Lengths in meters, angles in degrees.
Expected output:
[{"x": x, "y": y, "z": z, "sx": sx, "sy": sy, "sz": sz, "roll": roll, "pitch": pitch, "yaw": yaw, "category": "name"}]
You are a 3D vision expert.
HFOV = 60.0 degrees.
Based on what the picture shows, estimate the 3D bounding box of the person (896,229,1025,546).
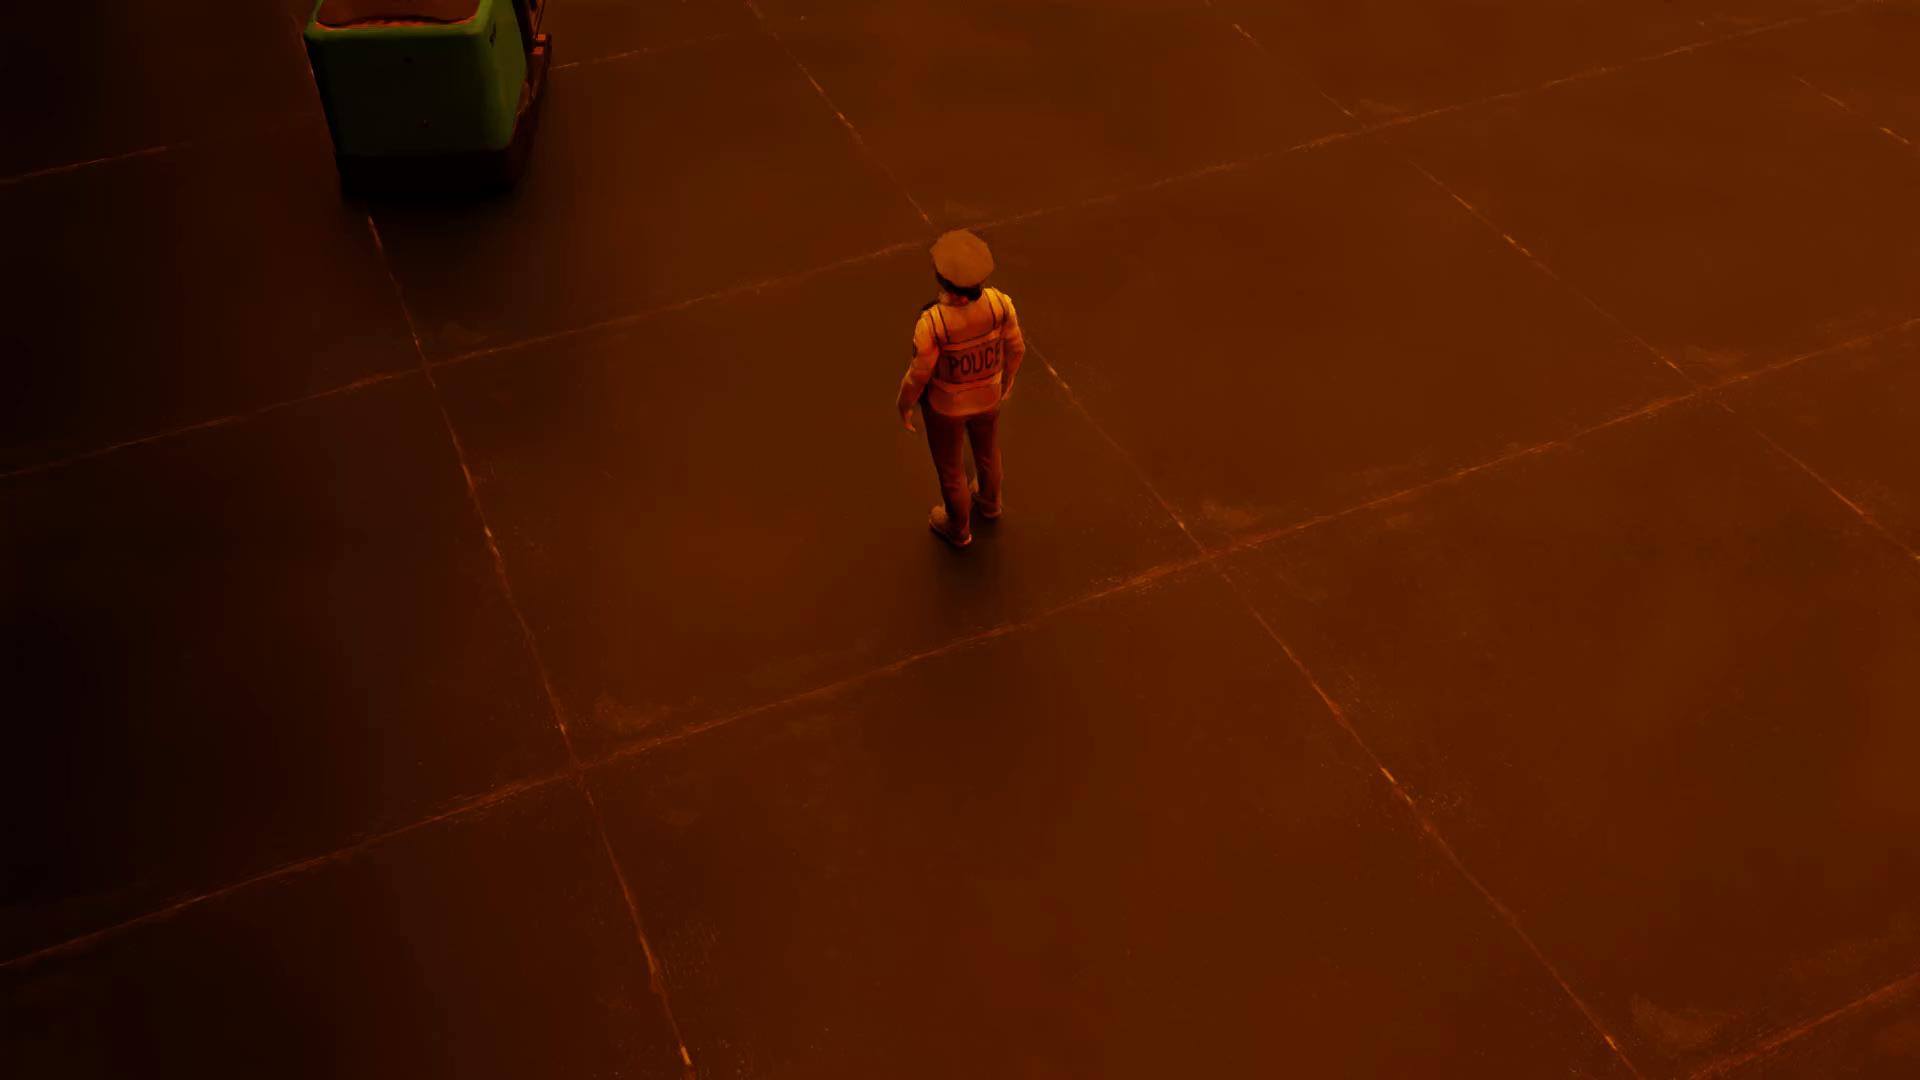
[{"x": -0.022, "y": -0.669, "z": 7.292, "sx": 0.586, "sy": 1.695, "sz": 0.532, "roll": -18, "pitch": 46, "yaw": -18, "category": "person"}]

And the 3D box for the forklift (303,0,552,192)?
[{"x": -3.316, "y": -4.158, "z": 10.135, "sx": 1.130, "sy": 2.935, "sz": 3.031, "roll": -3, "pitch": 43, "yaw": -4, "category": "forklift"}]
